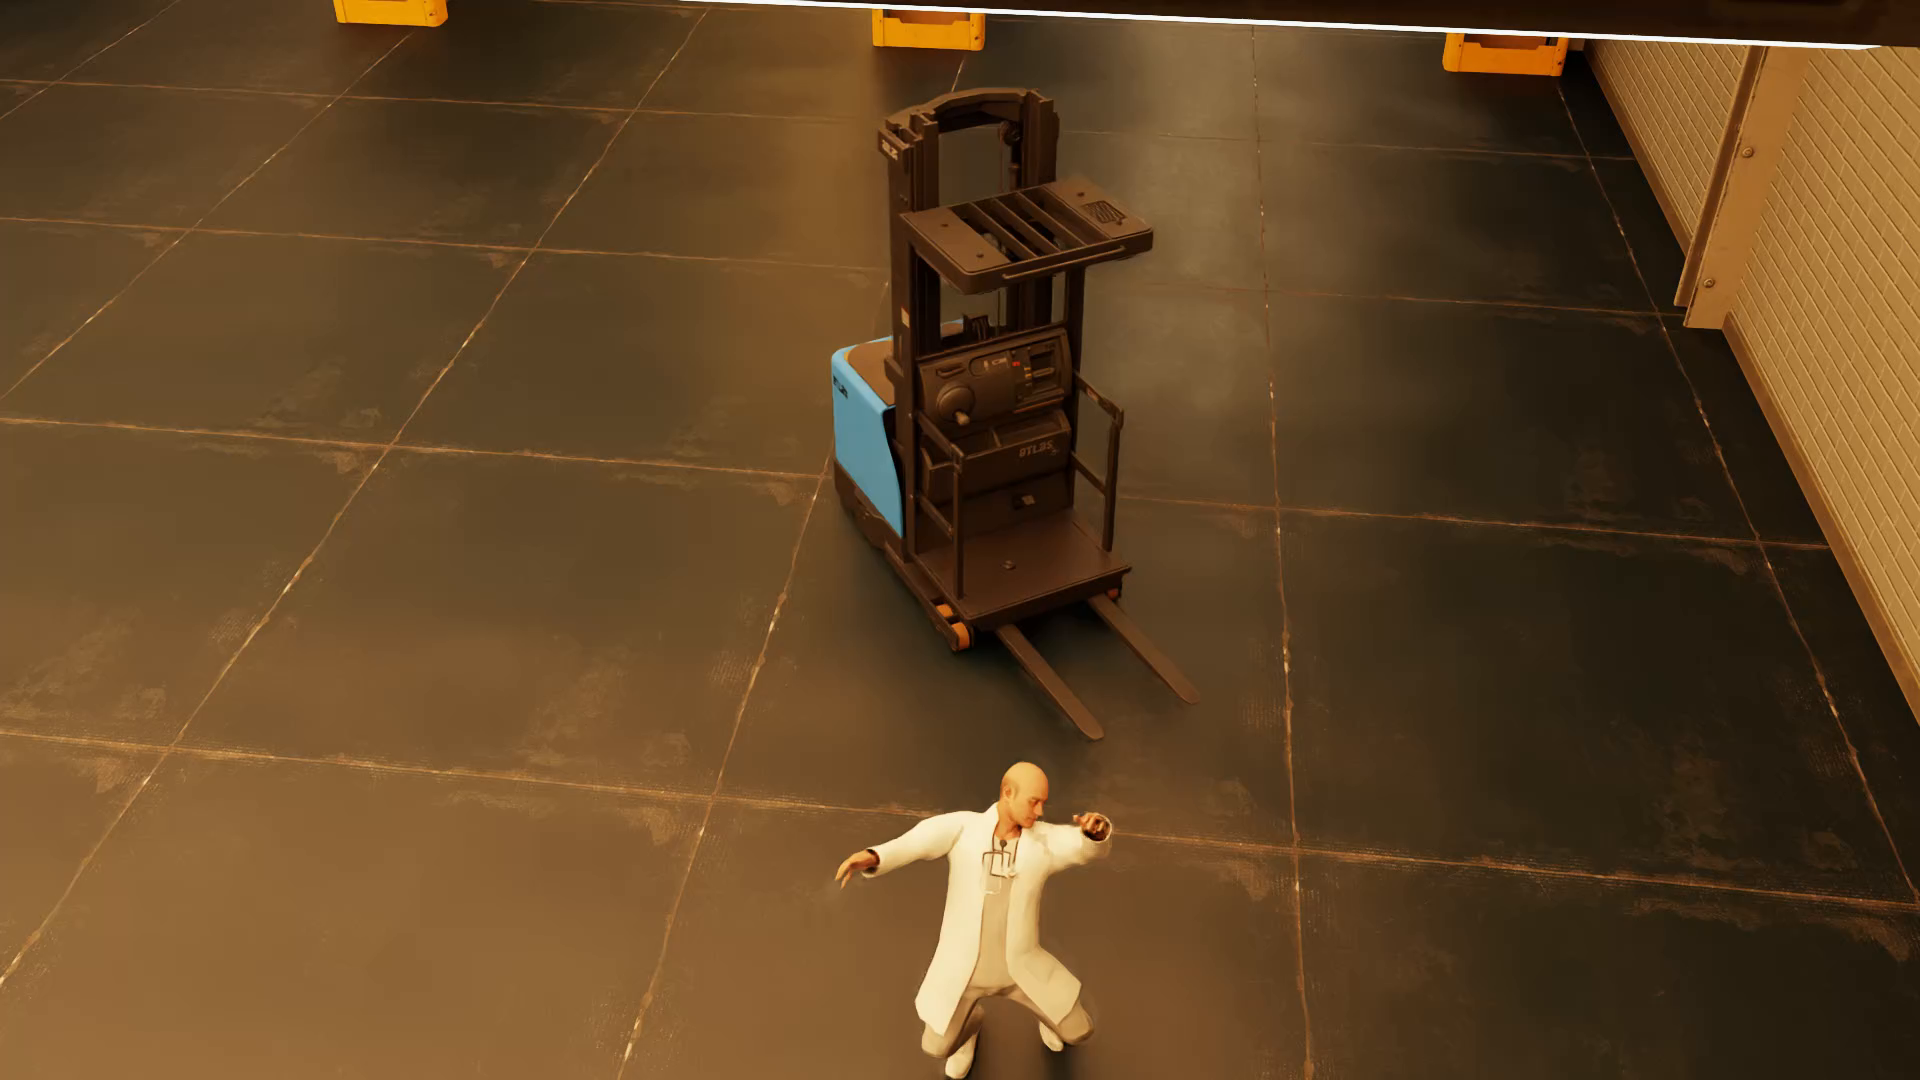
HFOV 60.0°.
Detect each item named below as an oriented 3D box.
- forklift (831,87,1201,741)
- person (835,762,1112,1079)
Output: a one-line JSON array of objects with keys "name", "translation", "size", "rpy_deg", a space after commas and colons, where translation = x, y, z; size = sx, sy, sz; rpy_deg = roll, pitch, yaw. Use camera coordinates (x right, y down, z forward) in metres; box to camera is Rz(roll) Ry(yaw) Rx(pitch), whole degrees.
[{"name": "forklift", "translation": [0.307, -0.841, 9.171], "size": [1.130, 2.935, 3.031], "rpy_deg": [-17, 40, -22]}, {"name": "person", "translation": [0.049, 1.599, 6.895], "size": [1.085, 1.697, 0.717], "rpy_deg": [-2, 36, -3]}]
